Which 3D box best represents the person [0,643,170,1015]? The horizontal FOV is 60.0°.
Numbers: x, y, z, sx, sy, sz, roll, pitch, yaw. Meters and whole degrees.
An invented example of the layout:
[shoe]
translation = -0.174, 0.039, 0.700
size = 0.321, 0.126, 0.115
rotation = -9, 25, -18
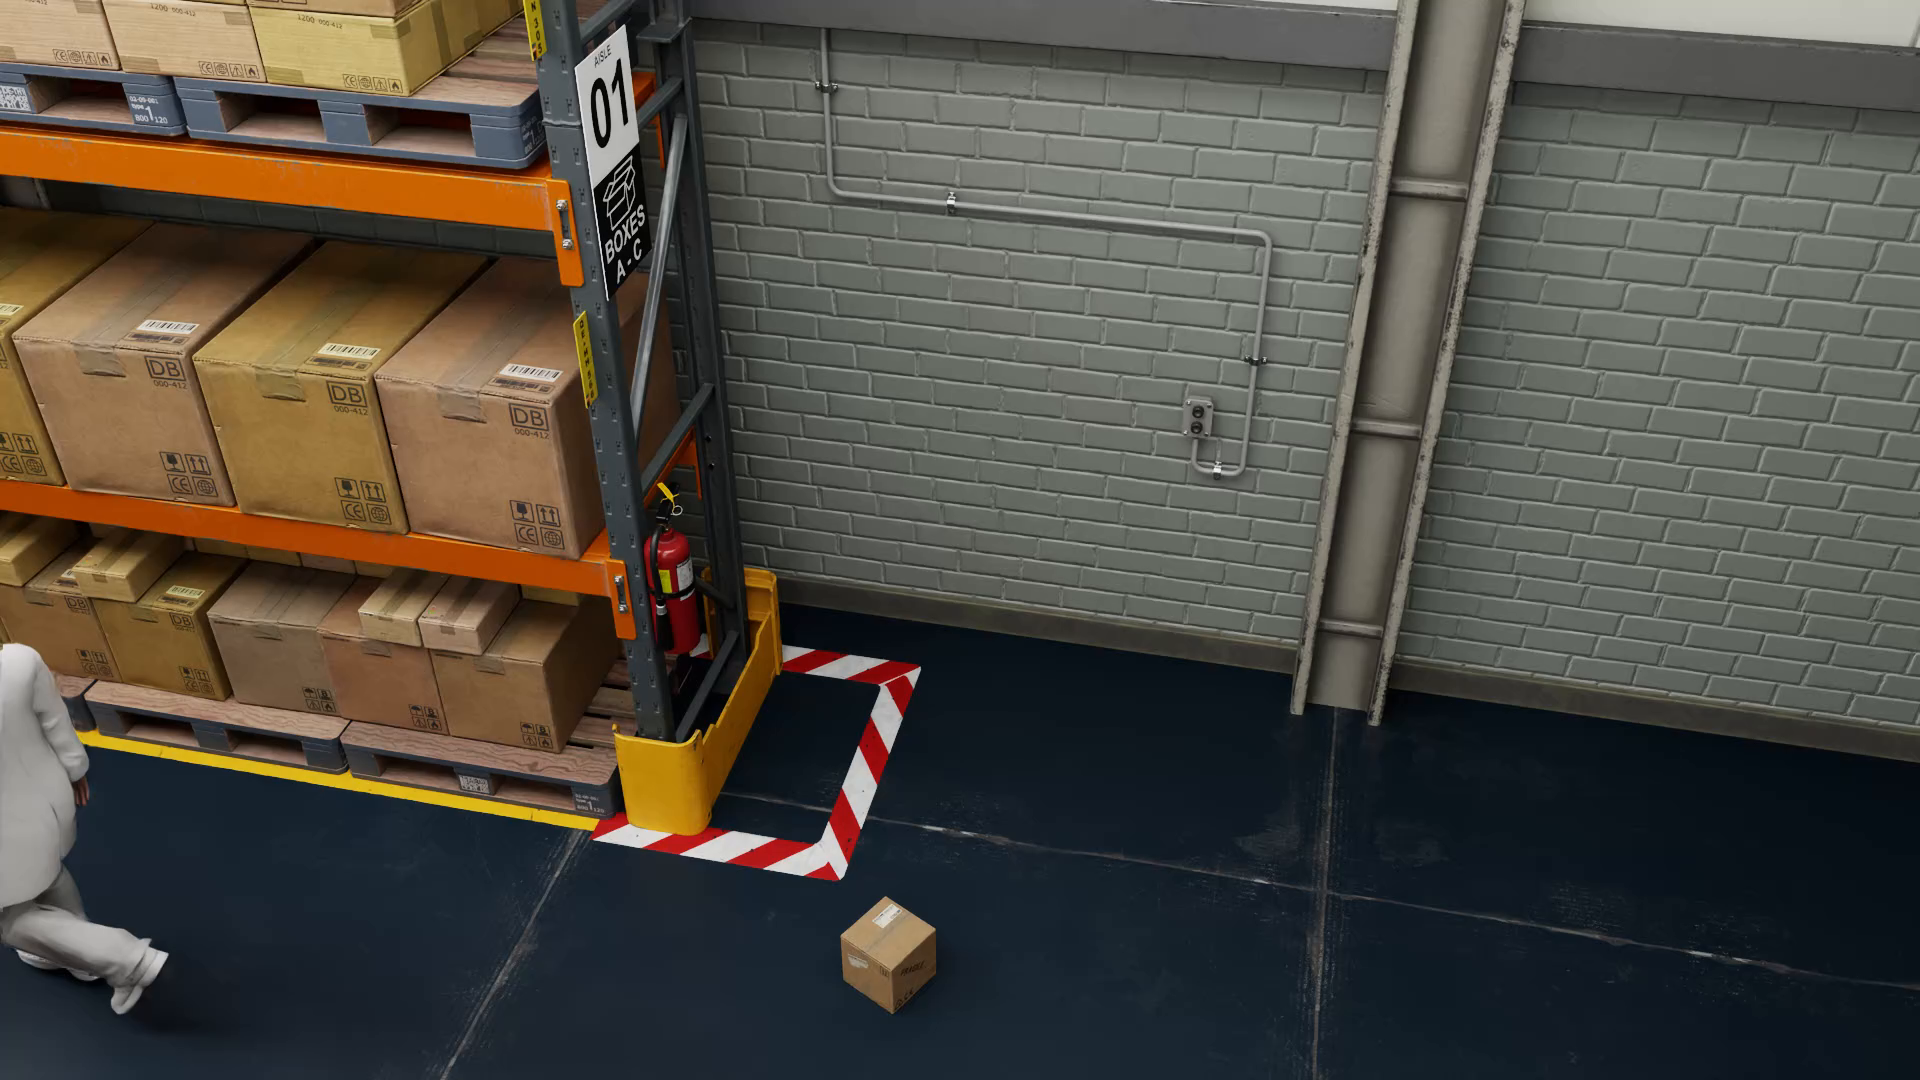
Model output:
[person]
translation = -3.174, 0.944, 5.662
size = 0.784, 1.746, 0.591
rotation = 5, 36, 6
